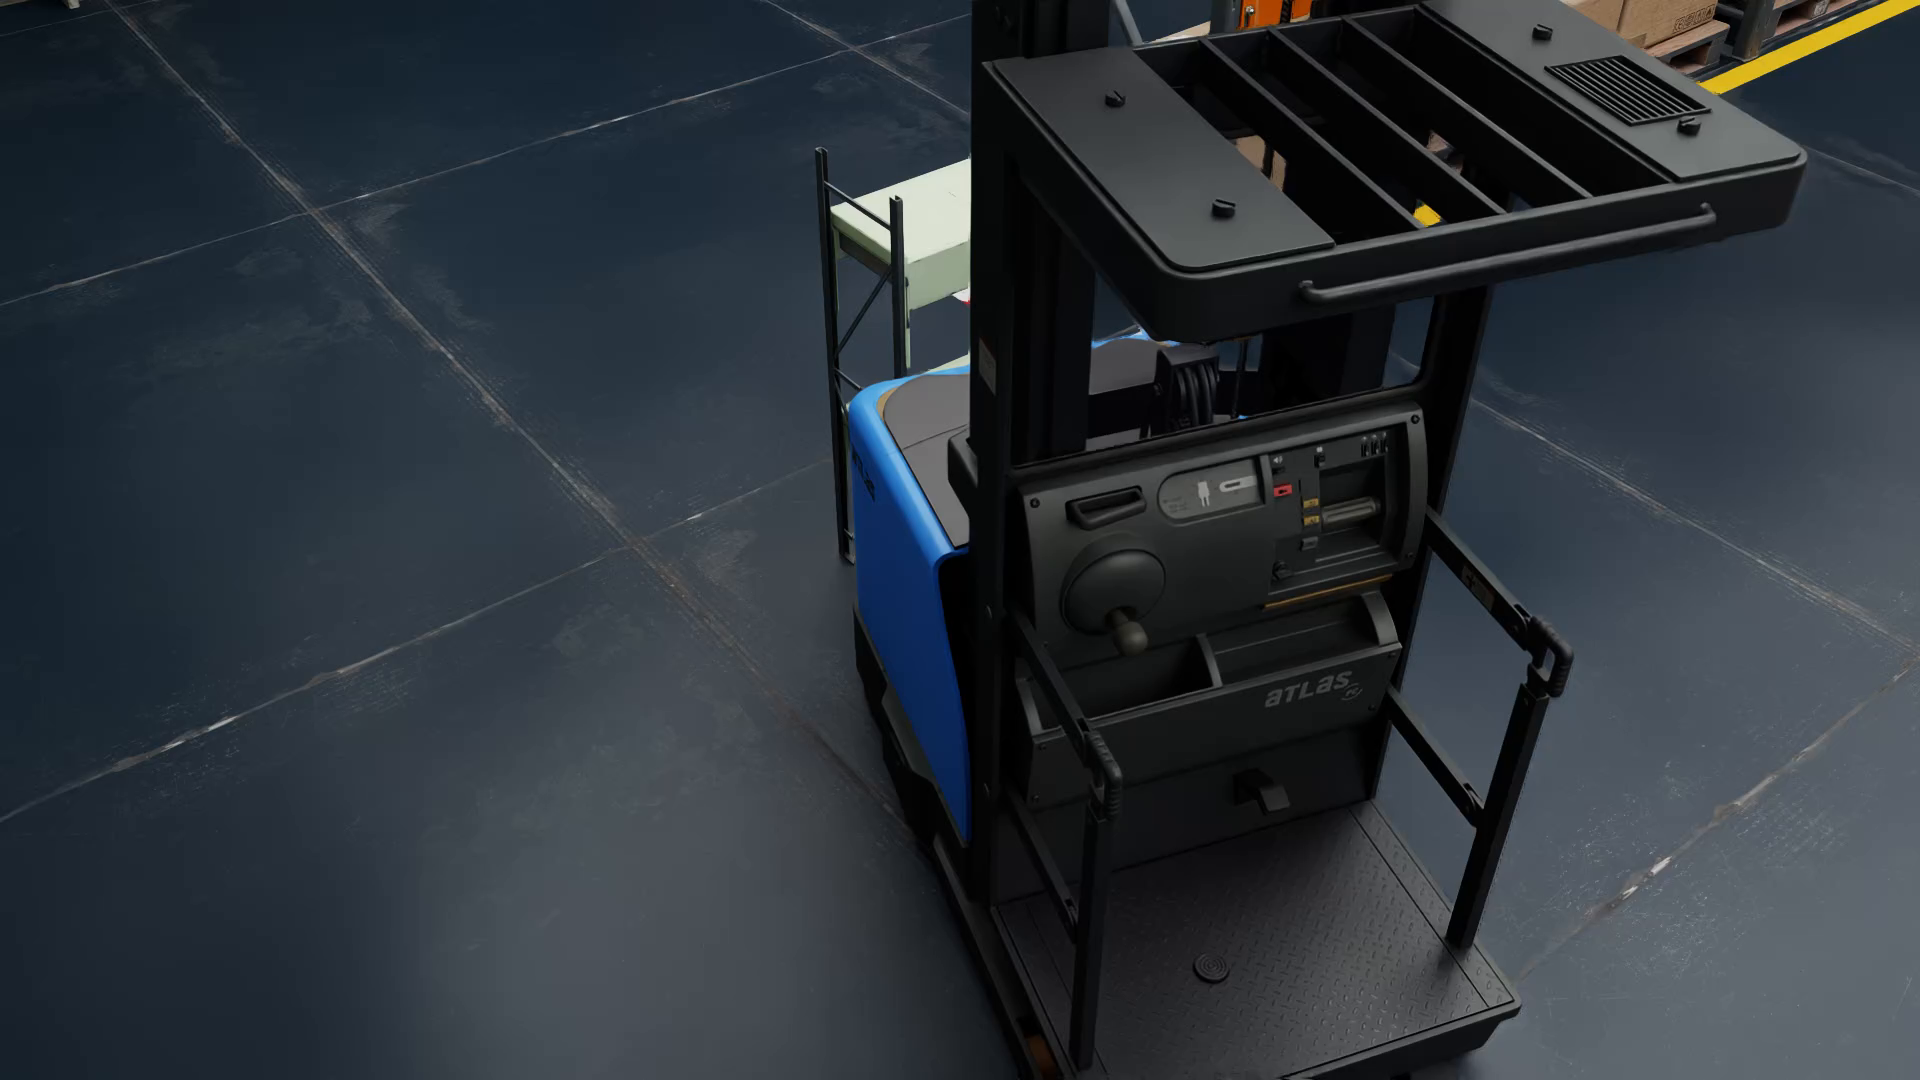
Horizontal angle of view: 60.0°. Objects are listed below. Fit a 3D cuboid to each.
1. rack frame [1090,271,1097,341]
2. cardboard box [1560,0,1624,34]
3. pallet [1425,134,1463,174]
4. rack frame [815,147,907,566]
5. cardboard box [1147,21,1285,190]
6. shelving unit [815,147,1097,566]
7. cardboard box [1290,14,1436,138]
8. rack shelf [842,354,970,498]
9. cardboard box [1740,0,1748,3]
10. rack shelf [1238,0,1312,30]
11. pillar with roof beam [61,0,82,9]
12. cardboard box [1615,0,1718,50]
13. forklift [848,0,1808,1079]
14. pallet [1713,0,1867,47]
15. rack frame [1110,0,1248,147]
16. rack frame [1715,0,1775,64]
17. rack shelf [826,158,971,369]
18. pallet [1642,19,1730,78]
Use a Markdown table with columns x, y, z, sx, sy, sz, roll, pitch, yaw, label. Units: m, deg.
| x | y | z | sx | sy | sz | roll | pitch | yaw | label |
| --- | --- | --- | --- | --- | --- | --- | --- | --- | --- |
| 0.295 | -0.724 | 5.450 | 0.023 | 1.500 | 0.400 | -26 | 46 | -28 | rack frame |
| 2.635 | -2.597 | 8.240 | 0.875 | 0.438 | 0.875 | -27 | 47 | -29 | cardboard box |
| 2.289 | -2.153 | 8.209 | 1.213 | 0.211 | 1.003 | -26 | 46 | -28 | pallet |
| -0.285 | -0.441 | 5.105 | 0.023 | 1.500 | 0.400 | -26 | 46 | -28 | rack frame |
| 1.199 | -1.891 | 7.380 | 0.875 | 0.438 | 0.875 | -28 | 47 | -29 | cardboard box |
| 0.005 | -0.582 | 5.277 | 0.755 | 1.500 | 0.431 | -26 | 46 | -28 | shelving unit |
| 1.919 | -2.249 | 7.816 | 0.875 | 0.438 | 0.875 | -25 | 45 | -27 | cardboard box |
| 0.005 | -0.330 | 5.484 | 0.720 | 0.370 | 0.431 | -26 | 46 | -28 | rack shelf |
| 4.351 | -3.581 | 9.094 | 0.875 | 0.875 | 0.875 | -25 | 45 | -27 | cardboard box |
| 2.322 | -2.909 | 7.498 | 4.000 | 0.370 | 1.077 | -26 | 46 | -28 | rack shelf |
| -2.355 | -4.475 | 4.110 | 0.400 | 9.000 | 9.100 | -26 | 46 | -28 | pillar with roof beam |
| 3.345 | -2.943 | 8.662 | 0.875 | 0.438 | 0.875 | -27 | 46 | -29 | cardboard box |
| 0.648 | 0.055 | 3.372 | 1.130 | 2.935 | 3.031 | -13 | 41 | -15 | forklift |
| 4.474 | -3.218 | 9.506 | 1.213 | 0.211 | 1.003 | -26 | 46 | -28 | pallet |
| 0.736 | -2.414 | 6.328 | 0.127 | 3.000 | 1.000 | -26 | 46 | -28 | rack frame |
| 3.908 | -3.960 | 8.212 | 0.127 | 3.000 | 1.000 | -26 | 46 | -28 | rack frame |
| 0.005 | -0.884 | 5.030 | 0.720 | 0.370 | 0.431 | -26 | 46 | -28 | rack shelf |
| 3.257 | -2.627 | 8.787 | 1.213 | 0.211 | 1.003 | -26 | 46 | -28 | pallet |
